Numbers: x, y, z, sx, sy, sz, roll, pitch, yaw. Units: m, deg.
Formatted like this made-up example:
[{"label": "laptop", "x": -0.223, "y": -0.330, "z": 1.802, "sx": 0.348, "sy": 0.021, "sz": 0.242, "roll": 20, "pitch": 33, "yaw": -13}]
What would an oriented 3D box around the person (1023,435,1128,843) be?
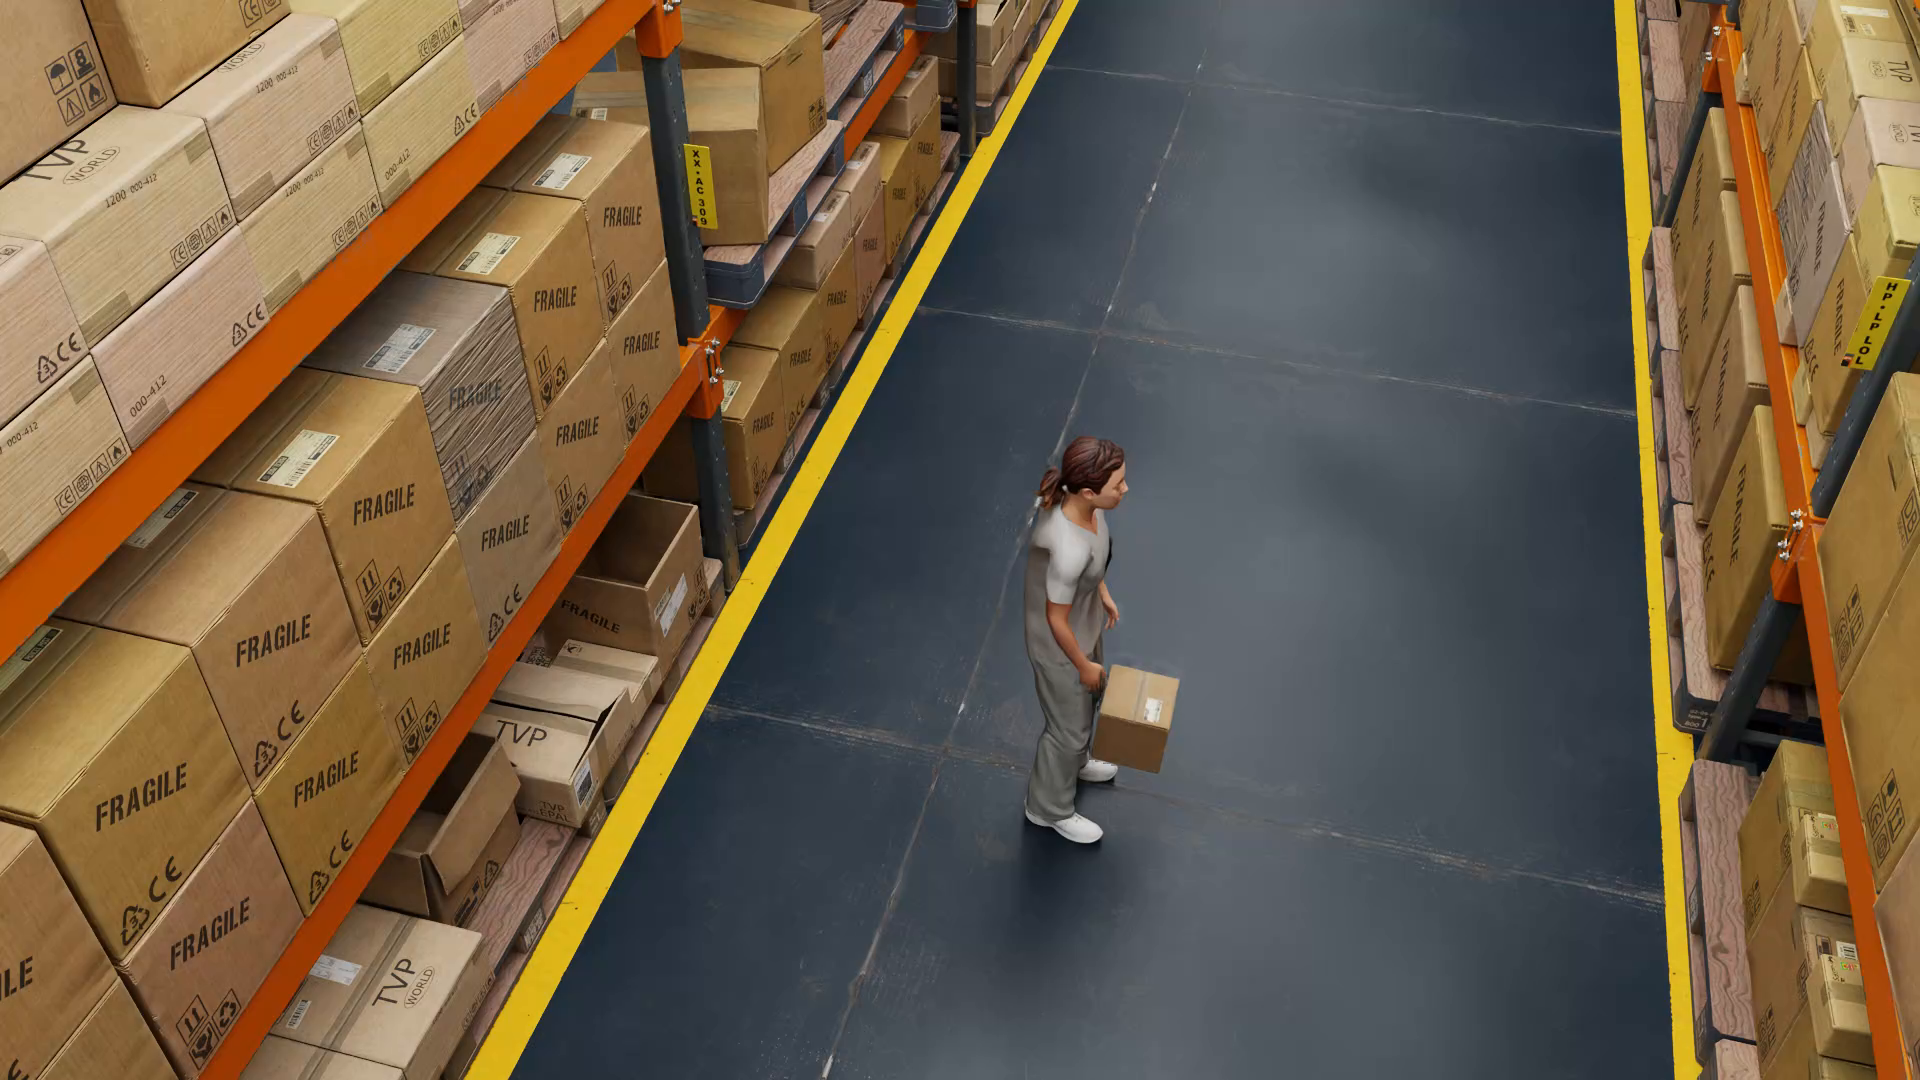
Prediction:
[{"label": "person", "x": 0.400, "y": 0.366, "z": 5.817, "sx": 0.363, "sy": 1.571, "sz": 0.476, "roll": 9, "pitch": 42, "yaw": 10}]
